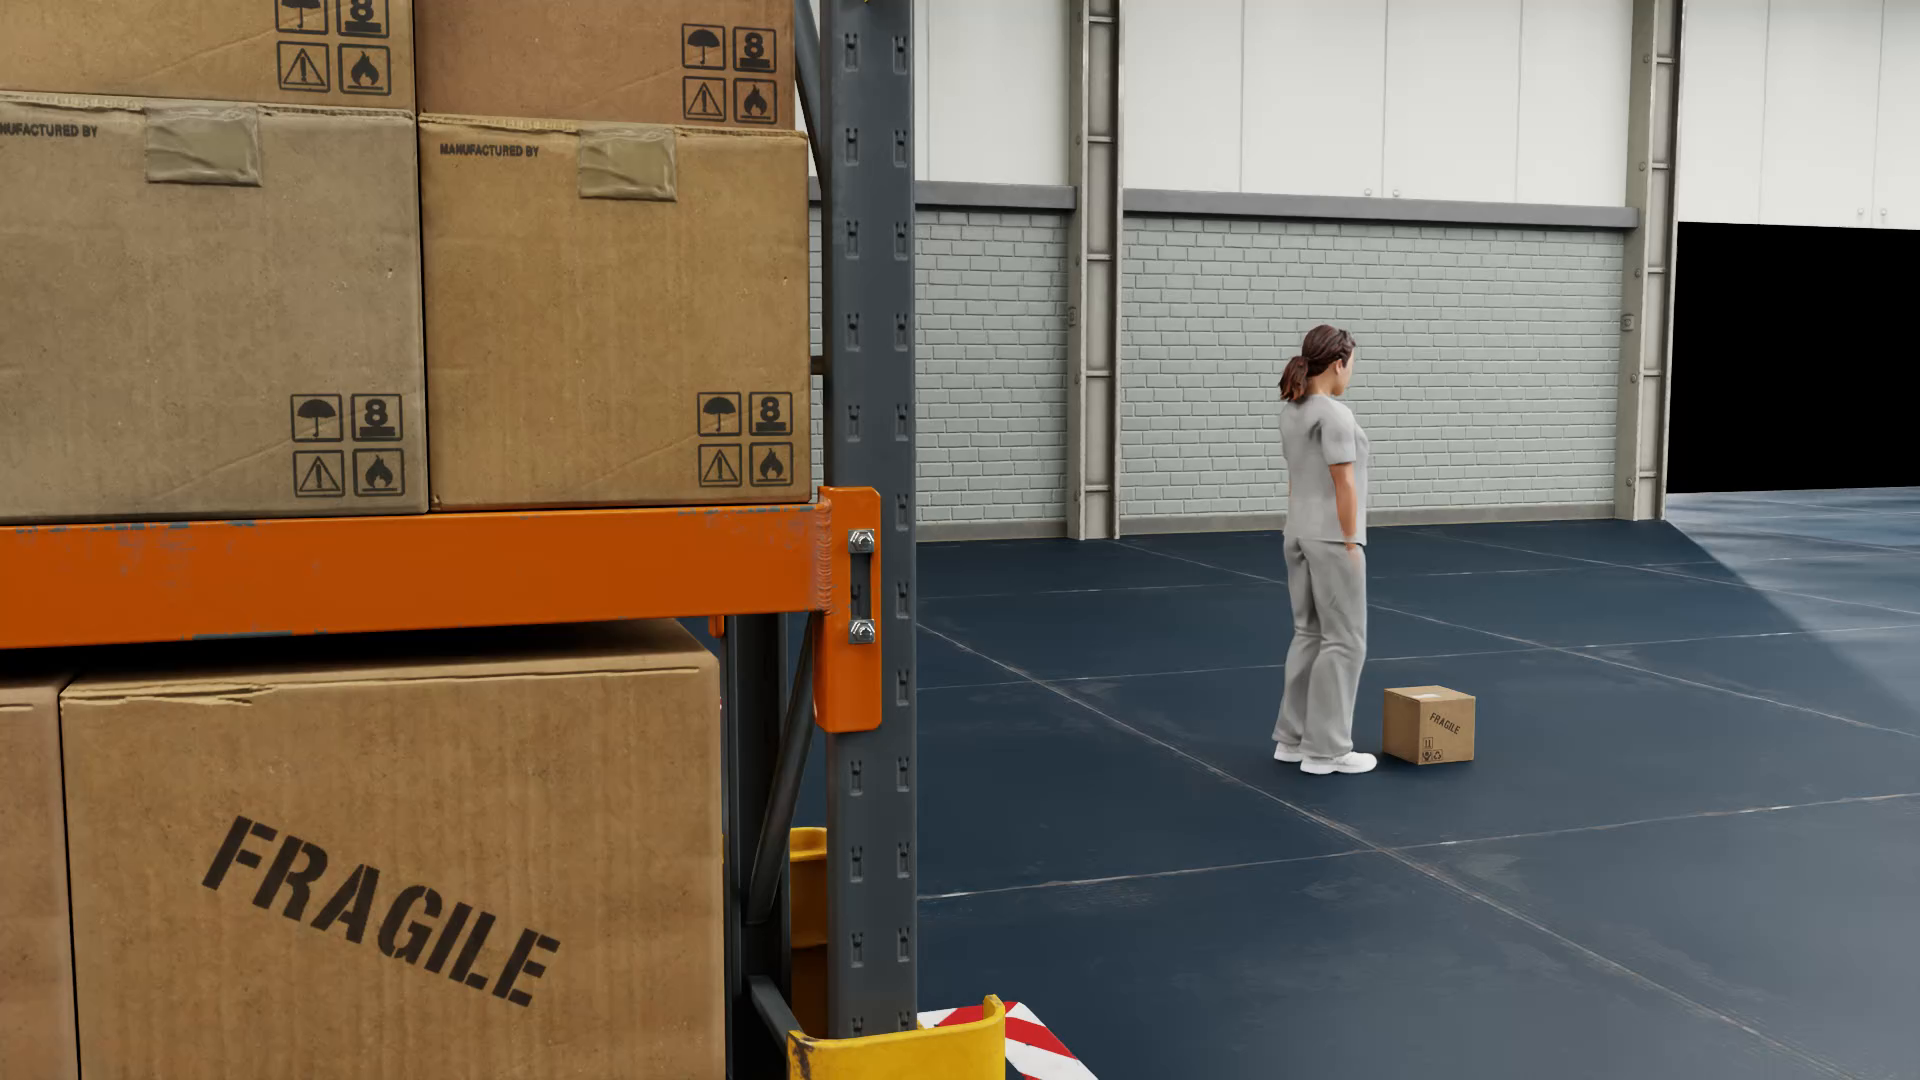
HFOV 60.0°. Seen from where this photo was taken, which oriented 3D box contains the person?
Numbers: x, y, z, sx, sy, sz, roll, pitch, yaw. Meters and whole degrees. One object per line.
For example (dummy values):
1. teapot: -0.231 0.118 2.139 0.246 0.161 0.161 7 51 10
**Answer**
1. person: 1.363 0.034 6.280 0.349 1.663 0.441 -2 6 -18
